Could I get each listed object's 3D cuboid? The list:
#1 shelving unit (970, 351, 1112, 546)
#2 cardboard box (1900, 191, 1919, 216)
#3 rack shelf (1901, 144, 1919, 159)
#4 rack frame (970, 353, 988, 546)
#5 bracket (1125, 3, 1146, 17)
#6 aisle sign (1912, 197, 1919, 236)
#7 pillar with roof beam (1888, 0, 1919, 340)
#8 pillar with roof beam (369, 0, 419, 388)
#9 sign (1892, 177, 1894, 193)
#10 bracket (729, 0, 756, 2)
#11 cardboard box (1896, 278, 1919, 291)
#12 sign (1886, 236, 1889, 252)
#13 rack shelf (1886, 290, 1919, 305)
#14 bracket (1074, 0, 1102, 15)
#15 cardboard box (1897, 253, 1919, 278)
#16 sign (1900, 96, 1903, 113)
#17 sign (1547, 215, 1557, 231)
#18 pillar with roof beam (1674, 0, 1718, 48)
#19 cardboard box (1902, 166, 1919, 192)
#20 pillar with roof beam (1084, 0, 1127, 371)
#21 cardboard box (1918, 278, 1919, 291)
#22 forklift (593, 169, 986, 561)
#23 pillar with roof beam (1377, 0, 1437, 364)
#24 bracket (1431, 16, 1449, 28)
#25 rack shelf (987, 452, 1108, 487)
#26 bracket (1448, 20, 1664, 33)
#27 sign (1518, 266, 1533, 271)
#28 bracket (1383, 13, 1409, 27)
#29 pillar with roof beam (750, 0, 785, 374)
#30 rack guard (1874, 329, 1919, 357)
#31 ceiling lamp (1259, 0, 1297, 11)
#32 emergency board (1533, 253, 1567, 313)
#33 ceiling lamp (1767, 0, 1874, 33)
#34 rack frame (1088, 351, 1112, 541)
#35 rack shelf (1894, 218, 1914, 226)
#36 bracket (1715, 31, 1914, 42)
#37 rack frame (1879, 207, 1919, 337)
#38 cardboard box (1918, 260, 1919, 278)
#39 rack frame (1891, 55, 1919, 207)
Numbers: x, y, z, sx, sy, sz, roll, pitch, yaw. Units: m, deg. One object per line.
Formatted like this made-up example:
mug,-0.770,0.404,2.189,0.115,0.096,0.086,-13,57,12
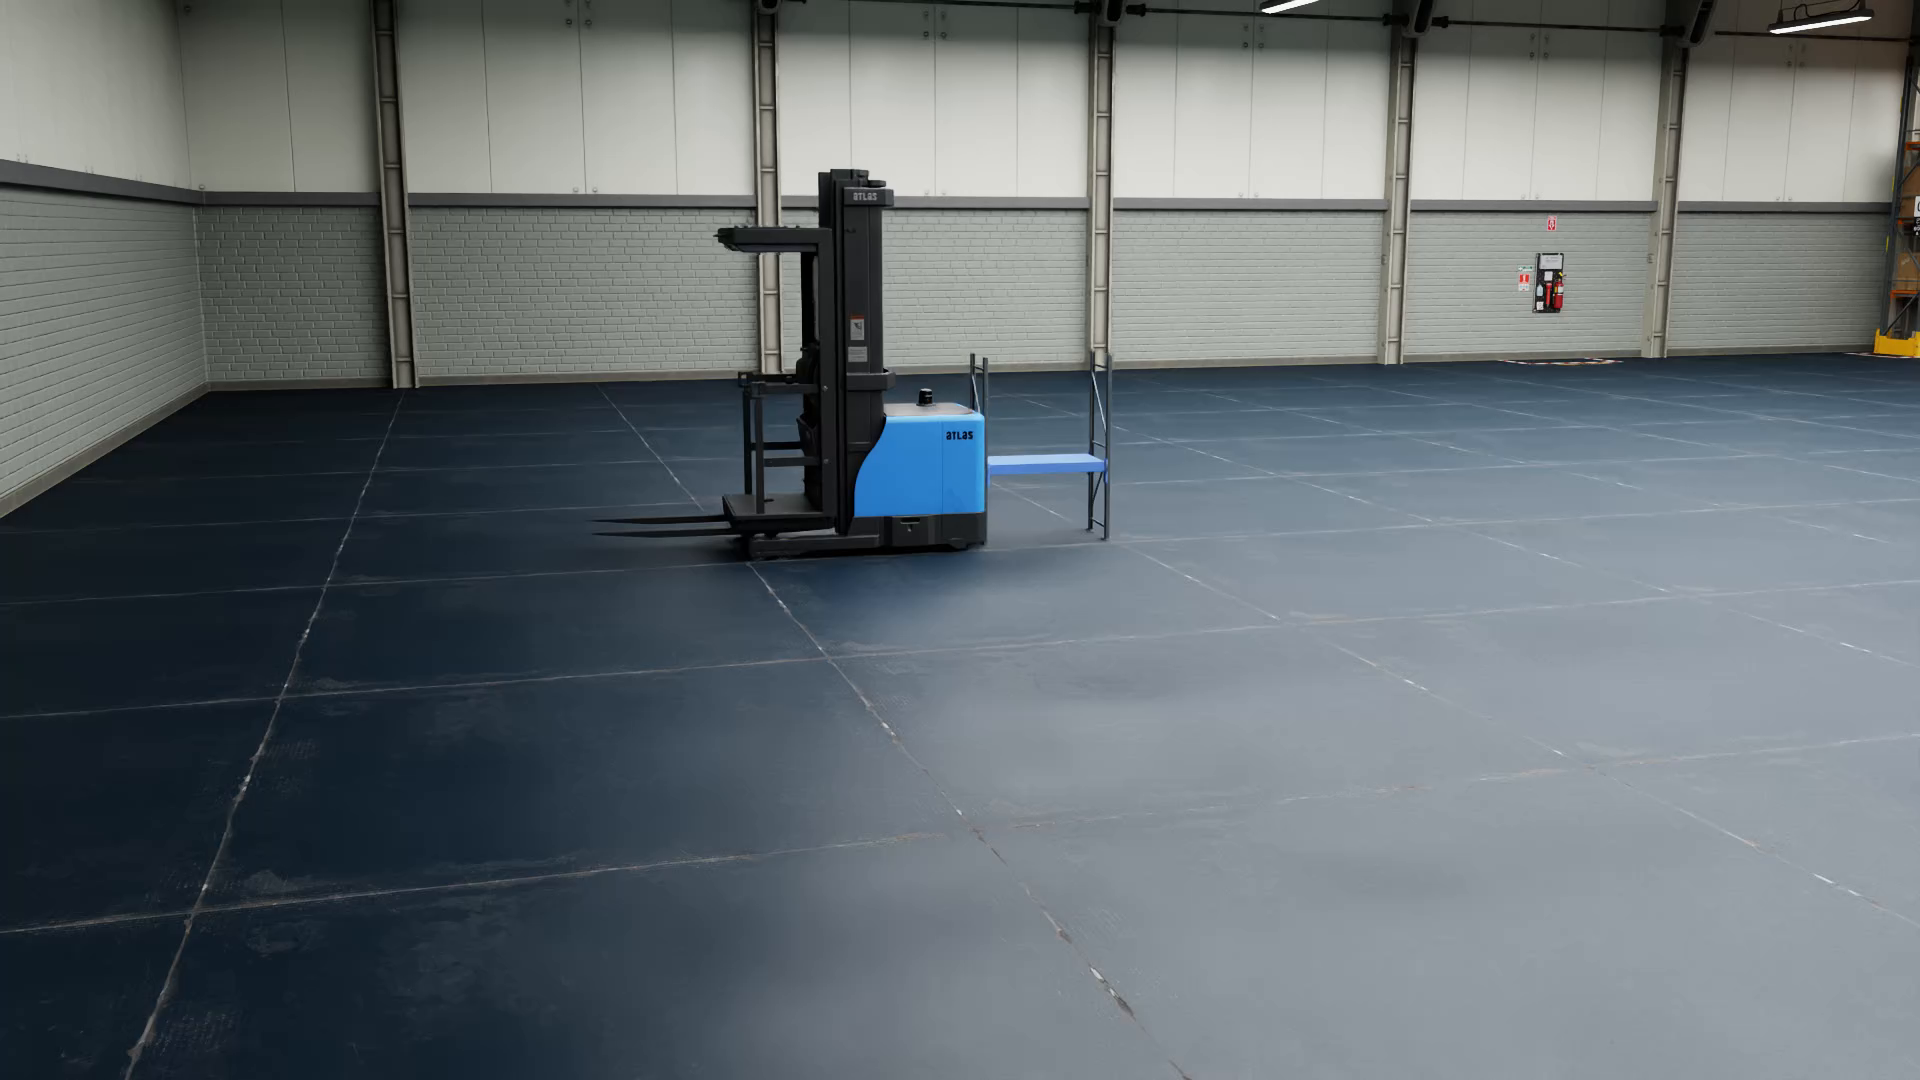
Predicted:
shelving unit,0.648,-0.757,13.517,1.048,1.500,0.538,-2,11,-12
cardboard box,19.691,-6.895,34.098,0.500,0.500,0.500,-2,11,-12
rack shelf,21.281,-7.992,34.098,4.000,0.370,1.077,-3,11,-16
rack frame,0.152,-0.737,13.409,0.032,1.500,0.500,-2,11,-12
bracket,3.006,-9.250,28.997,0.430,0.232,0.235,-3,11,-16
aisle sign,19.376,-6.518,33.488,0.004,0.787,0.394,-3,11,-16
pillar with roof beam,20.995,-7.683,30.427,0.548,9.000,9.100,-3,11,-16
pillar with roof beam,-7.810,-6.165,22.181,0.548,9.000,9.100,-3,11,-16
sign,19.225,-7.304,34.204,0.005,0.325,0.100,-3,11,-16
bracket,-3.551,-8.905,27.120,0.430,0.232,0.235,-3,11,-16
cardboard box,19.756,-5.289,34.350,0.500,0.250,0.500,-3,11,-15
sign,19.225,-6.118,34.422,0.005,0.325,0.100,-3,11,-16
rack shelf,21.281,-5.043,34.641,4.000,0.370,1.077,-3,11,-16
bracket,2.209,-9.208,28.769,0.430,0.232,0.235,-3,11,-16
cardboard box,19.754,-5.661,34.300,0.500,0.500,0.500,-3,11,-17
sign,19.225,-8.881,33.914,0.005,0.325,0.100,-3,11,-16
sign,11.611,-6.216,32.625,0.199,0.298,0.001,-3,11,-16
pillar with roof beam,15.287,-10.303,28.053,0.548,2.987,8.718,-3,11,-16
cardboard box,19.702,-7.389,34.019,0.500,0.500,0.500,-3,11,-13
pillar with roof beam,3.712,-6.772,25.479,0.548,9.000,9.100,-3,11,-16
cardboard box,19.918,-5.201,33.872,0.500,0.250,0.500,-3,11,-18
forklift,-1.364,-1.387,12.985,3.031,2.935,1.130,-2,11,-12
pillar with roof beam,9.473,-7.076,27.129,0.548,9.000,9.100,-3,11,-16
bracket,8.767,-9.554,30.647,0.430,0.232,0.235,-3,11,-16
rack shelf,0.648,-0.580,13.550,1.000,0.185,0.538,-2,11,-12
bracket,11.241,-9.684,31.355,4.783,0.066,0.076,-3,11,-16
sign,11.094,-5.326,32.630,0.331,0.109,0.001,-3,11,-16
bracket,7.970,-9.512,30.418,0.430,0.232,0.235,-3,11,-16
pillar with roof beam,-2.049,-6.469,23.830,0.548,9.000,9.100,-3,11,-16
rack guard,19.434,-4.070,34.273,0.348,0.500,1.175,-3,11,-16
ceiling lamp,4.830,-9.599,24.596,0.800,3.144,2.000,-3,11,-16
emergency board,11.647,-5.059,32.743,0.643,1.169,0.194,-3,11,-16
ceiling lamp,14.000,-10.062,27.225,0.800,3.185,2.000,-3,11,-16
rack frame,1.145,-0.777,13.625,0.032,1.500,0.500,-2,11,-12
rack shelf,21.281,-6.518,34.370,4.000,0.370,1.077,-3,11,-16
bracket,17.002,-9.988,33.004,4.783,0.066,0.076,-3,11,-16
rack frame,19.361,-5.295,34.026,0.127,3.000,1.000,-3,11,-16
cardboard box,19.903,-5.572,33.818,0.500,0.500,0.500,-3,11,-16
rack frame,19.361,-8.246,33.483,0.127,3.000,1.000,-3,11,-16
